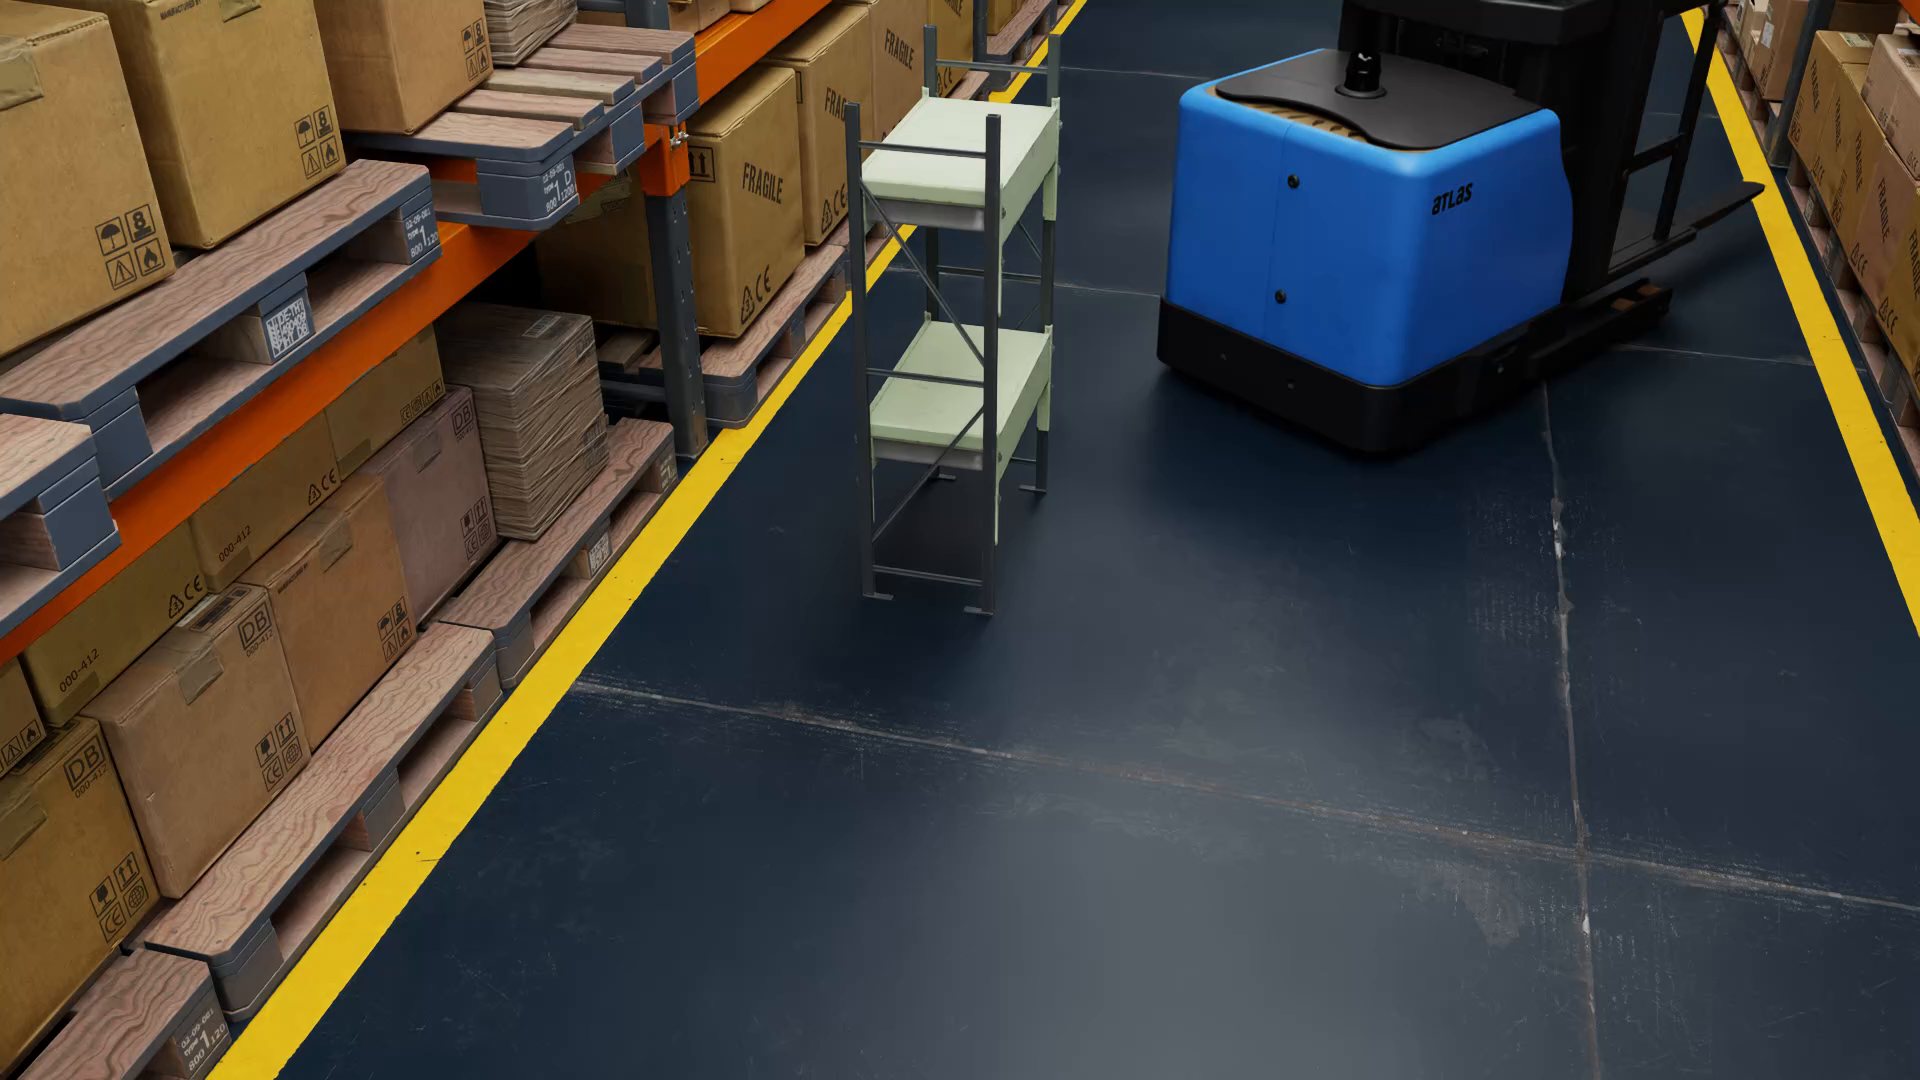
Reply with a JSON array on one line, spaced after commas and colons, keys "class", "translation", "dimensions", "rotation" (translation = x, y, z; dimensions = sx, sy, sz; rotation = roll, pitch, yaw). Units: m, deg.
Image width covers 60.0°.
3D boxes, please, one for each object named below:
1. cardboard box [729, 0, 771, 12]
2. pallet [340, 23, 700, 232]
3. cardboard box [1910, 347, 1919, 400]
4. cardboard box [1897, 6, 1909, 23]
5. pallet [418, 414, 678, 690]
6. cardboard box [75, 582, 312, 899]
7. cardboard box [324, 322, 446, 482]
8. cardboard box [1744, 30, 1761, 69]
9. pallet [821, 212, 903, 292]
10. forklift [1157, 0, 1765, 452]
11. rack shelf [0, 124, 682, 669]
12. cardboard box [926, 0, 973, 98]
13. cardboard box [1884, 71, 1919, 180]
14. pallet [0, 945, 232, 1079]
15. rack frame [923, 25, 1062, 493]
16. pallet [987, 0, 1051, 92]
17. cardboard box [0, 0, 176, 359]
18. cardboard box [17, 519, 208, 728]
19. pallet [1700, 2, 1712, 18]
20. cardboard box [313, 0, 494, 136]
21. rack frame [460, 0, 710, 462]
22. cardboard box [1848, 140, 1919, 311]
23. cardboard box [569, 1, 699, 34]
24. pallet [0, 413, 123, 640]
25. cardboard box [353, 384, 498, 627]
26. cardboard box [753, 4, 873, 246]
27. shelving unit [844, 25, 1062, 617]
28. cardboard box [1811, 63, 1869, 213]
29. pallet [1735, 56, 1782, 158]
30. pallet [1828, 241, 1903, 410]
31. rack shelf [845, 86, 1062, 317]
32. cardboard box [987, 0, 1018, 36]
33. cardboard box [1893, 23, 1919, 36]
[{"class": "cardboard box", "translation": [-0.840, -1.930, 5.705], "dimensions": [0.380, 0.149, 0.250], "rotation": [9, 34, 14]}, {"class": "pallet", "translation": [-1.447, -1.167, 4.468], "dimensions": [1.213, 0.211, 1.003], "rotation": [8, 33, 12]}, {"class": "cardboard box", "translation": [3.434, -0.607, 5.329], "dimensions": [0.500, 0.500, 0.500], "rotation": [9, 34, 14]}, {"class": "cardboard box", "translation": [4.911, -3.143, 9.315], "dimensions": [0.797, 0.503, 0.637], "rotation": [8, 33, 12]}, {"class": "pallet", "translation": [-1.569, -0.050, 5.131], "dimensions": [1.003, 0.211, 1.213], "rotation": [8, 33, 12]}, {"class": "cardboard box", "translation": [-1.962, 0.395, 3.753], "dimensions": [0.700, 0.500, 0.500], "rotation": [8, 33, 13]}, {"class": "cardboard box", "translation": [-1.706, -0.411, 4.322], "dimensions": [0.500, 0.250, 0.500], "rotation": [9, 33, 13]}, {"class": "cardboard box", "translation": [4.346, -2.555, 8.720], "dimensions": [0.380, 0.149, 0.250], "rotation": [8, 33, 12]}, {"class": "pallet", "translation": [-0.784, -1.485, 7.389], "dimensions": [1.003, 0.211, 1.213], "rotation": [8, 33, 12]}, {"class": "forklift", "translation": [2.171, -2.196, 5.972], "dimensions": [3.031, 2.935, 1.130], "rotation": [-25, 40, -34]}, {"class": "rack shelf", "translation": [-1.876, -0.290, 3.581], "dimensions": [1.077, 0.370, 4.000], "rotation": [8, 33, 12]}, {"class": "cardboard box", "translation": [-0.393, -2.623, 8.192], "dimensions": [0.750, 0.750, 0.750], "rotation": [8, 33, 13]}, {"class": "cardboard box", "translation": [3.700, -1.485, 6.011], "dimensions": [0.500, 0.250, 0.500], "rotation": [7, 33, 11]}, {"class": "pallet", "translation": [-2.188, 1.216, 3.140], "dimensions": [1.003, 0.211, 1.213], "rotation": [8, 33, 12]}, {"class": "rack frame", "translation": [0.091, -0.819, 5.141], "dimensions": [0.400, 1.500, 0.023], "rotation": [8, 33, 12]}, {"class": "pallet", "translation": [-0.085, -2.915, 9.638], "dimensions": [1.003, 0.211, 1.213], "rotation": [8, 33, 12]}, {"class": "cardboard box", "translation": [-1.936, -0.678, 3.018], "dimensions": [0.700, 0.500, 0.500], "rotation": [13, 35, 19]}, {"class": "cardboard box", "translation": [-1.976, 0.113, 3.497], "dimensions": [0.500, 0.250, 0.500], "rotation": [7, 33, 11]}, {"class": "pallet", "translation": [5.233, -3.481, 10.529], "dimensions": [1.003, 0.211, 1.213], "rotation": [8, 33, 12]}, {"class": "cardboard box", "translation": [-1.594, -1.321, 4.028], "dimensions": [0.700, 0.500, 0.500], "rotation": [5, 33, 8]}, {"class": "rack frame", "translation": [-1.369, -1.632, 5.021], "dimensions": [1.000, 3.000, 0.127], "rotation": [8, 33, 12]}, {"class": "cardboard box", "translation": [3.693, -1.149, 6.181], "dimensions": [0.500, 0.500, 0.500], "rotation": [7, 33, 11]}, {"class": "cardboard box", "translation": [-1.061, -1.674, 5.302], "dimensions": [0.380, 0.149, 0.250], "rotation": [8, 33, 12]}, {"class": "pallet", "translation": [-2.049, 0.148, 2.400], "dimensions": [1.003, 0.211, 1.213], "rotation": [8, 33, 12]}, {"class": "cardboard box", "translation": [-1.744, -0.130, 4.579], "dimensions": [0.700, 0.500, 0.500], "rotation": [8, 33, 12]}, {"class": "cardboard box", "translation": [-0.827, -1.719, 6.771], "dimensions": [0.750, 0.750, 0.750], "rotation": [8, 33, 12]}, {"class": "shelving unit", "translation": [-0.002, -0.629, 4.842], "dimensions": [0.431, 1.500, 0.755], "rotation": [8, 33, 12]}, {"class": "cardboard box", "translation": [3.956, -1.670, 7.000], "dimensions": [0.500, 0.500, 0.500], "rotation": [8, 33, 13]}, {"class": "pallet", "translation": [4.614, -2.214, 8.537], "dimensions": [1.003, 0.211, 1.213], "rotation": [8, 33, 12]}, {"class": "pallet", "translation": [3.961, -0.796, 6.305], "dimensions": [1.003, 0.211, 1.213], "rotation": [8, 33, 12]}, {"class": "rack shelf", "translation": [-0.002, -0.959, 4.633], "dimensions": [0.431, 0.370, 0.720], "rotation": [8, 33, 12]}, {"class": "cardboard box", "translation": [-0.065, -3.204, 9.432], "dimensions": [0.700, 0.500, 0.500], "rotation": [8, 33, 13]}, {"class": "cardboard box", "translation": [4.964, -2.664, 8.875], "dimensions": [0.380, 0.166, 0.250], "rotation": [8, 33, 12]}]
